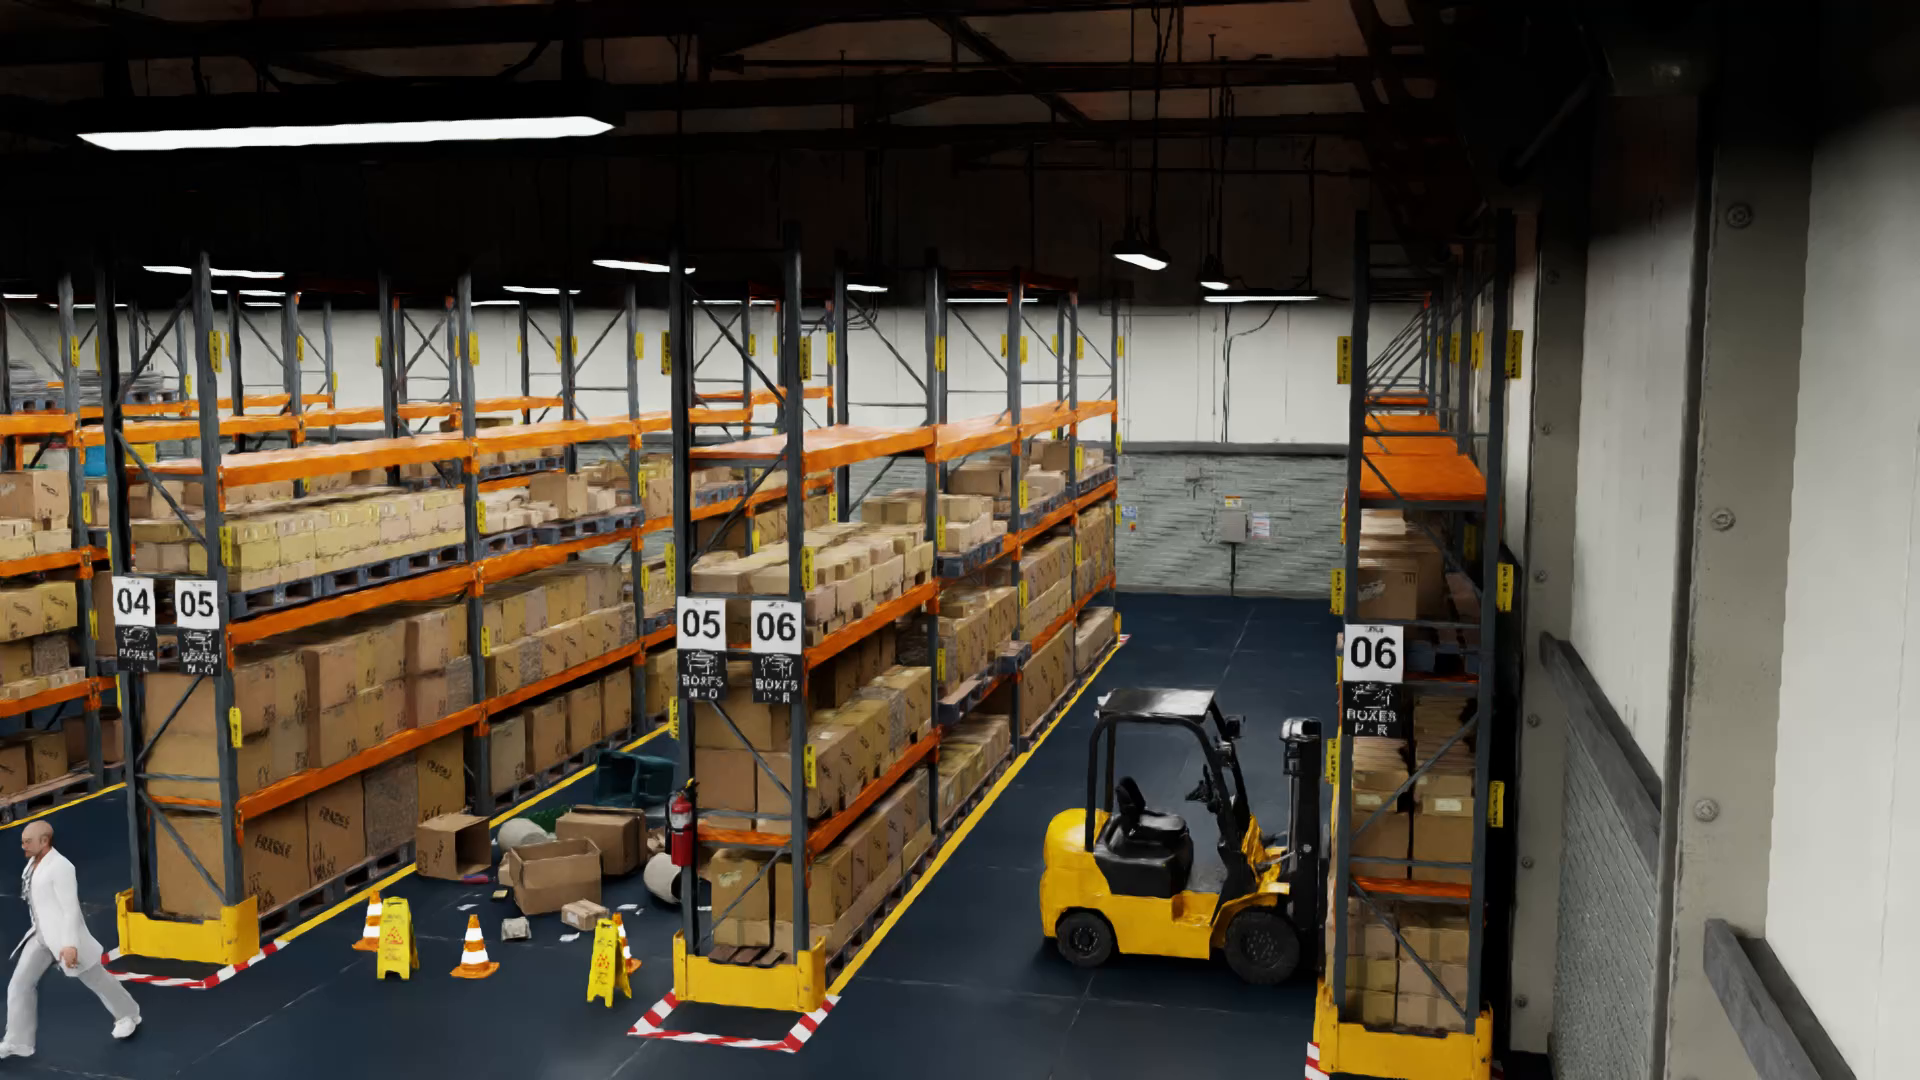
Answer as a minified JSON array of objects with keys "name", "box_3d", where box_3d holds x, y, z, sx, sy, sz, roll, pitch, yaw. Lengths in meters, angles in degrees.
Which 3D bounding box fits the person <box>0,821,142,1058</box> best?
[{"name":"person","box_3d":[-6.521,2.856,12.037,0.633,1.728,1.044,5,8,35]}]
